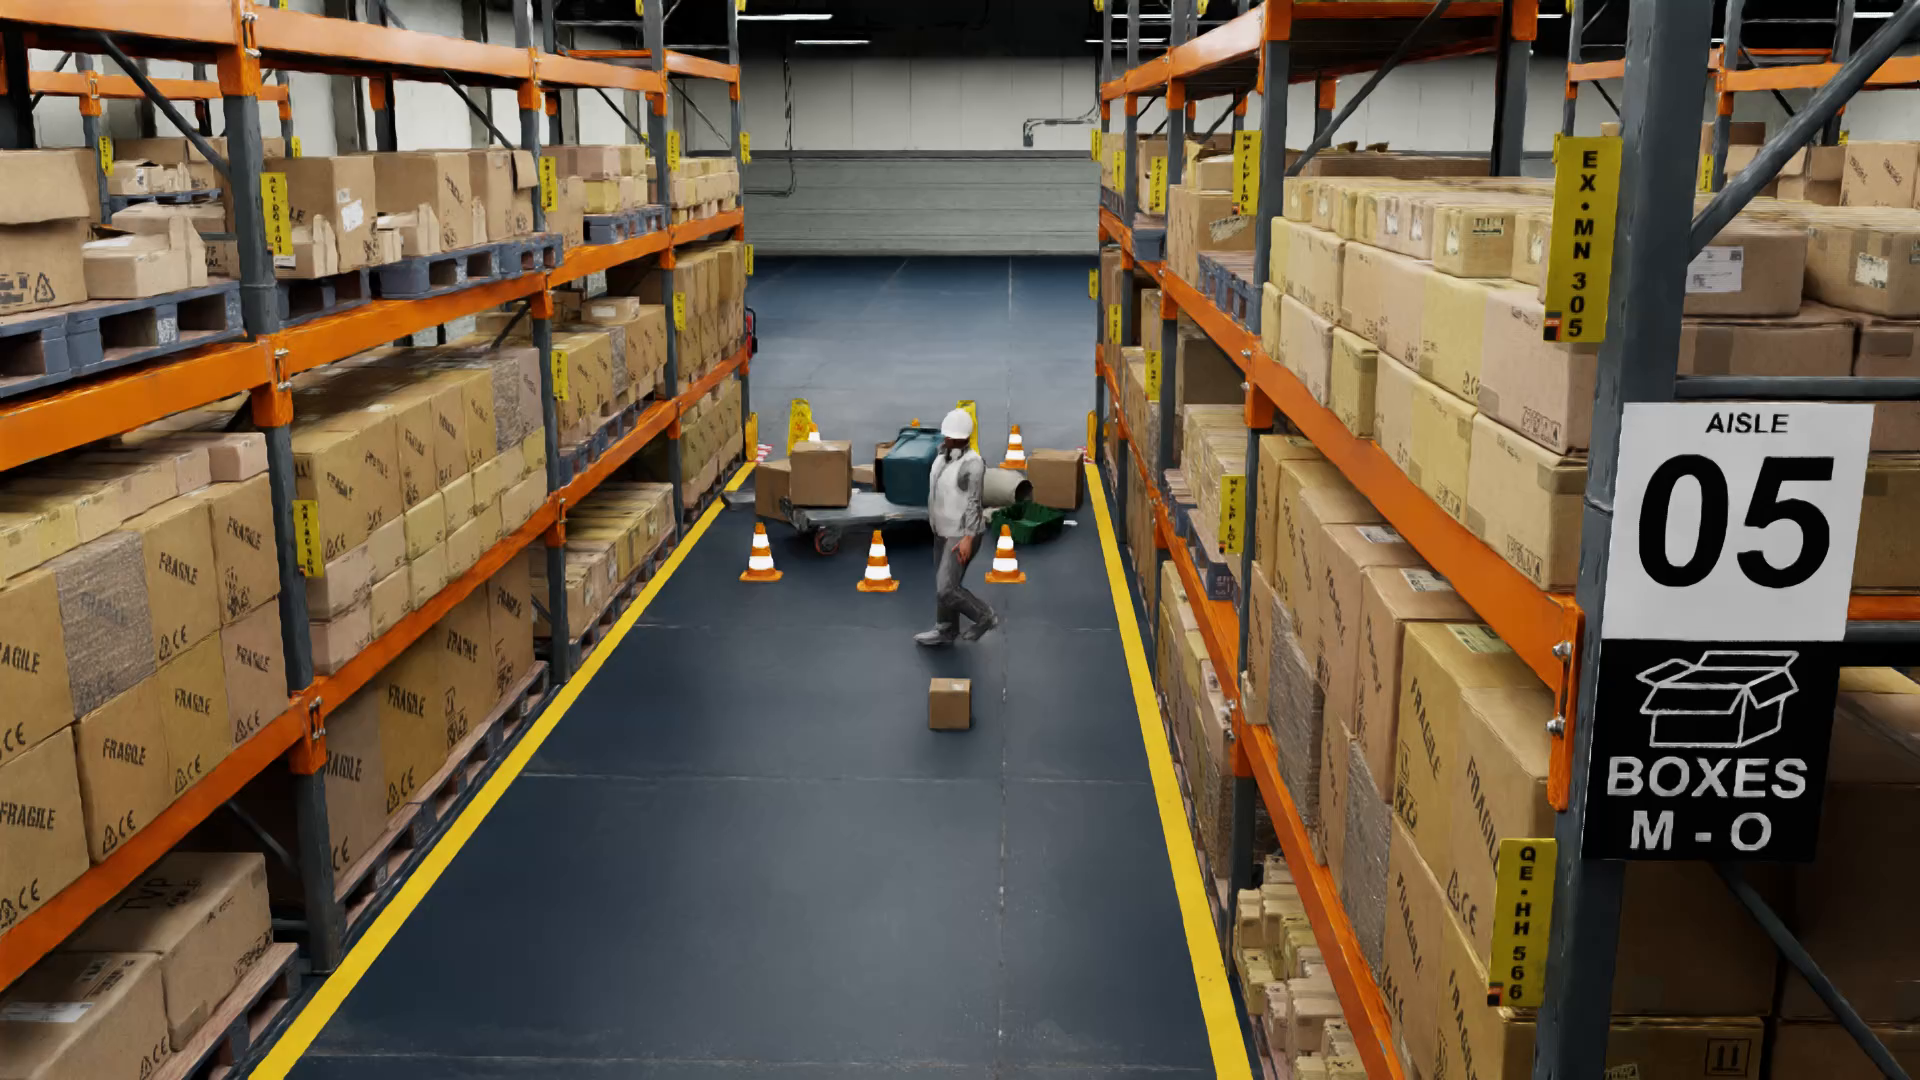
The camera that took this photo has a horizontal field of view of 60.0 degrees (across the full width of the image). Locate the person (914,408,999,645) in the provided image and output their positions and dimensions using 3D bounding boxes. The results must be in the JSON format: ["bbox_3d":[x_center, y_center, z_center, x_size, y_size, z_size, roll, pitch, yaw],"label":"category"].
[{"bbox_3d":[0.000,-0.068,11.697,0.495,1.760,0.603,-7,15,-26],"label":"person"}]
